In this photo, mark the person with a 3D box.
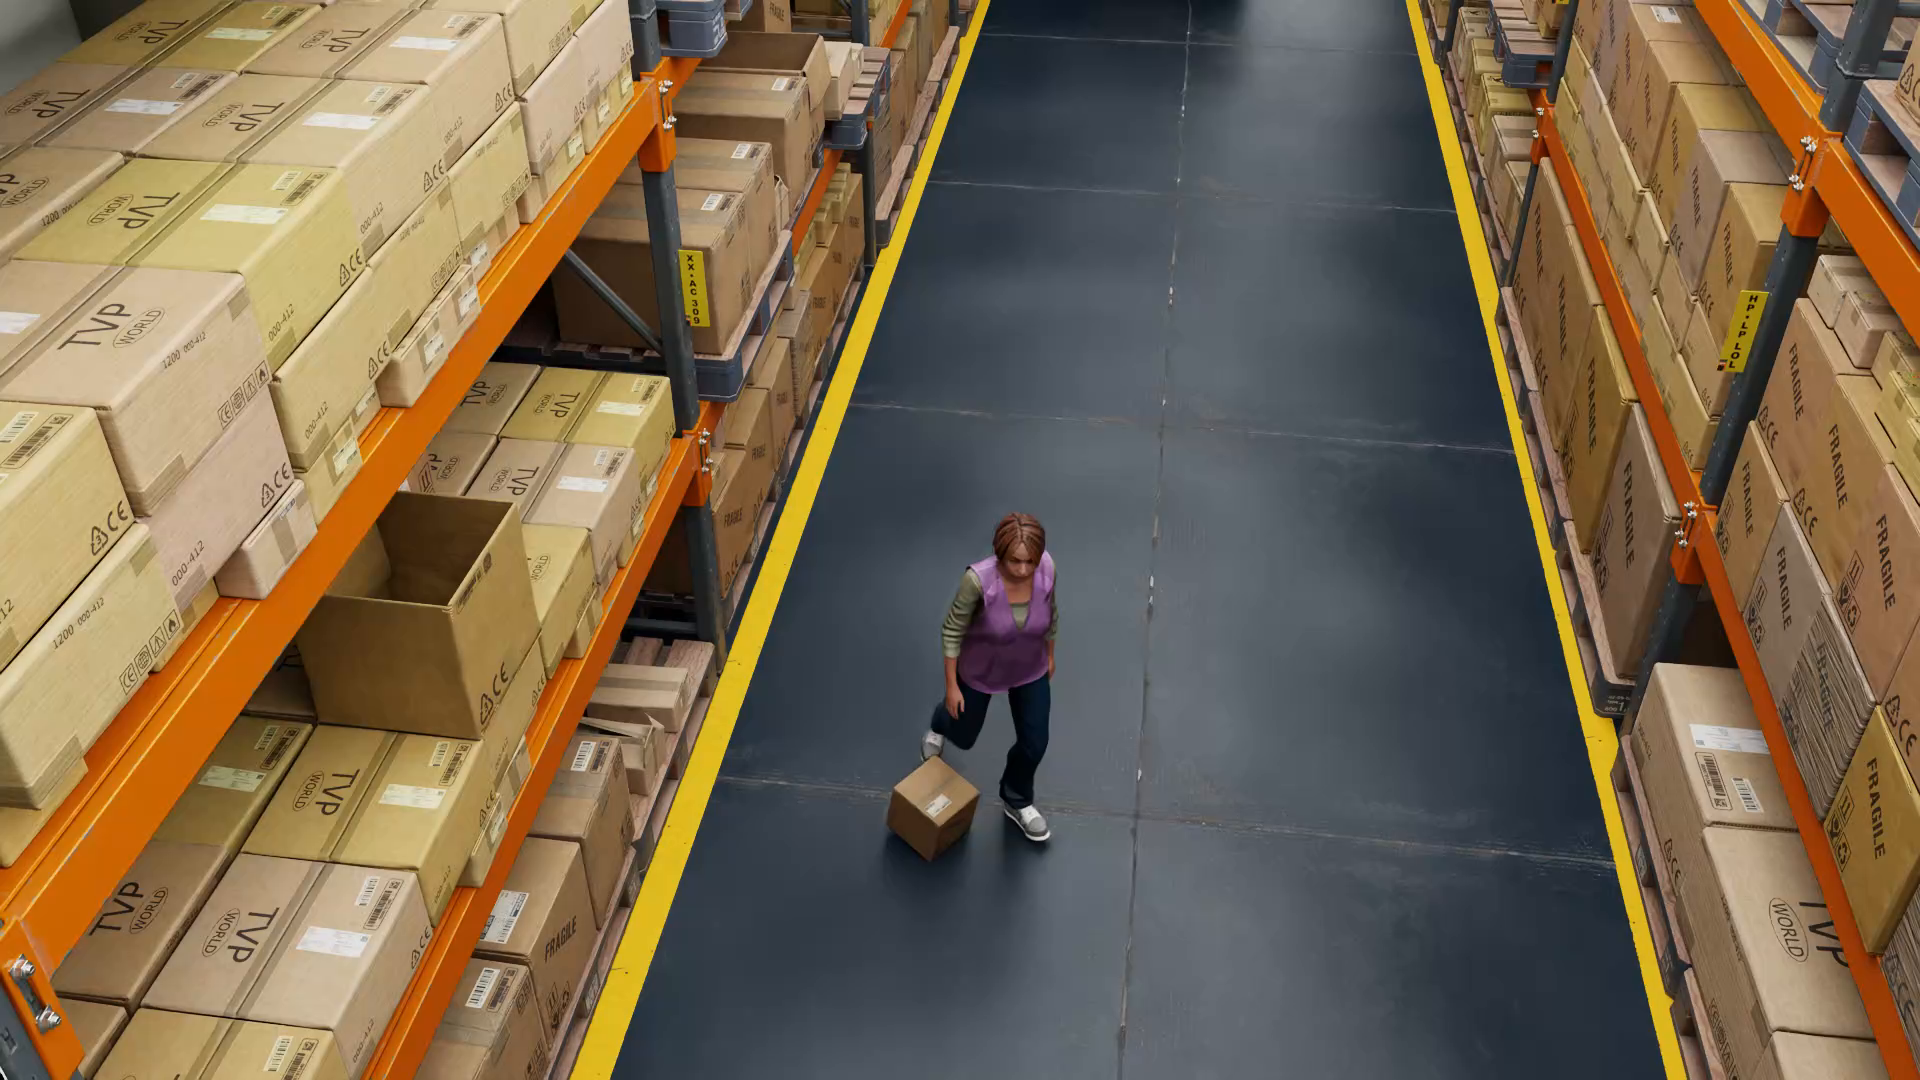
[{"bbox_3d":[0.119,0.429,6.460,0.481,1.555,0.679,-9,38,-12],"label":"person"}]
